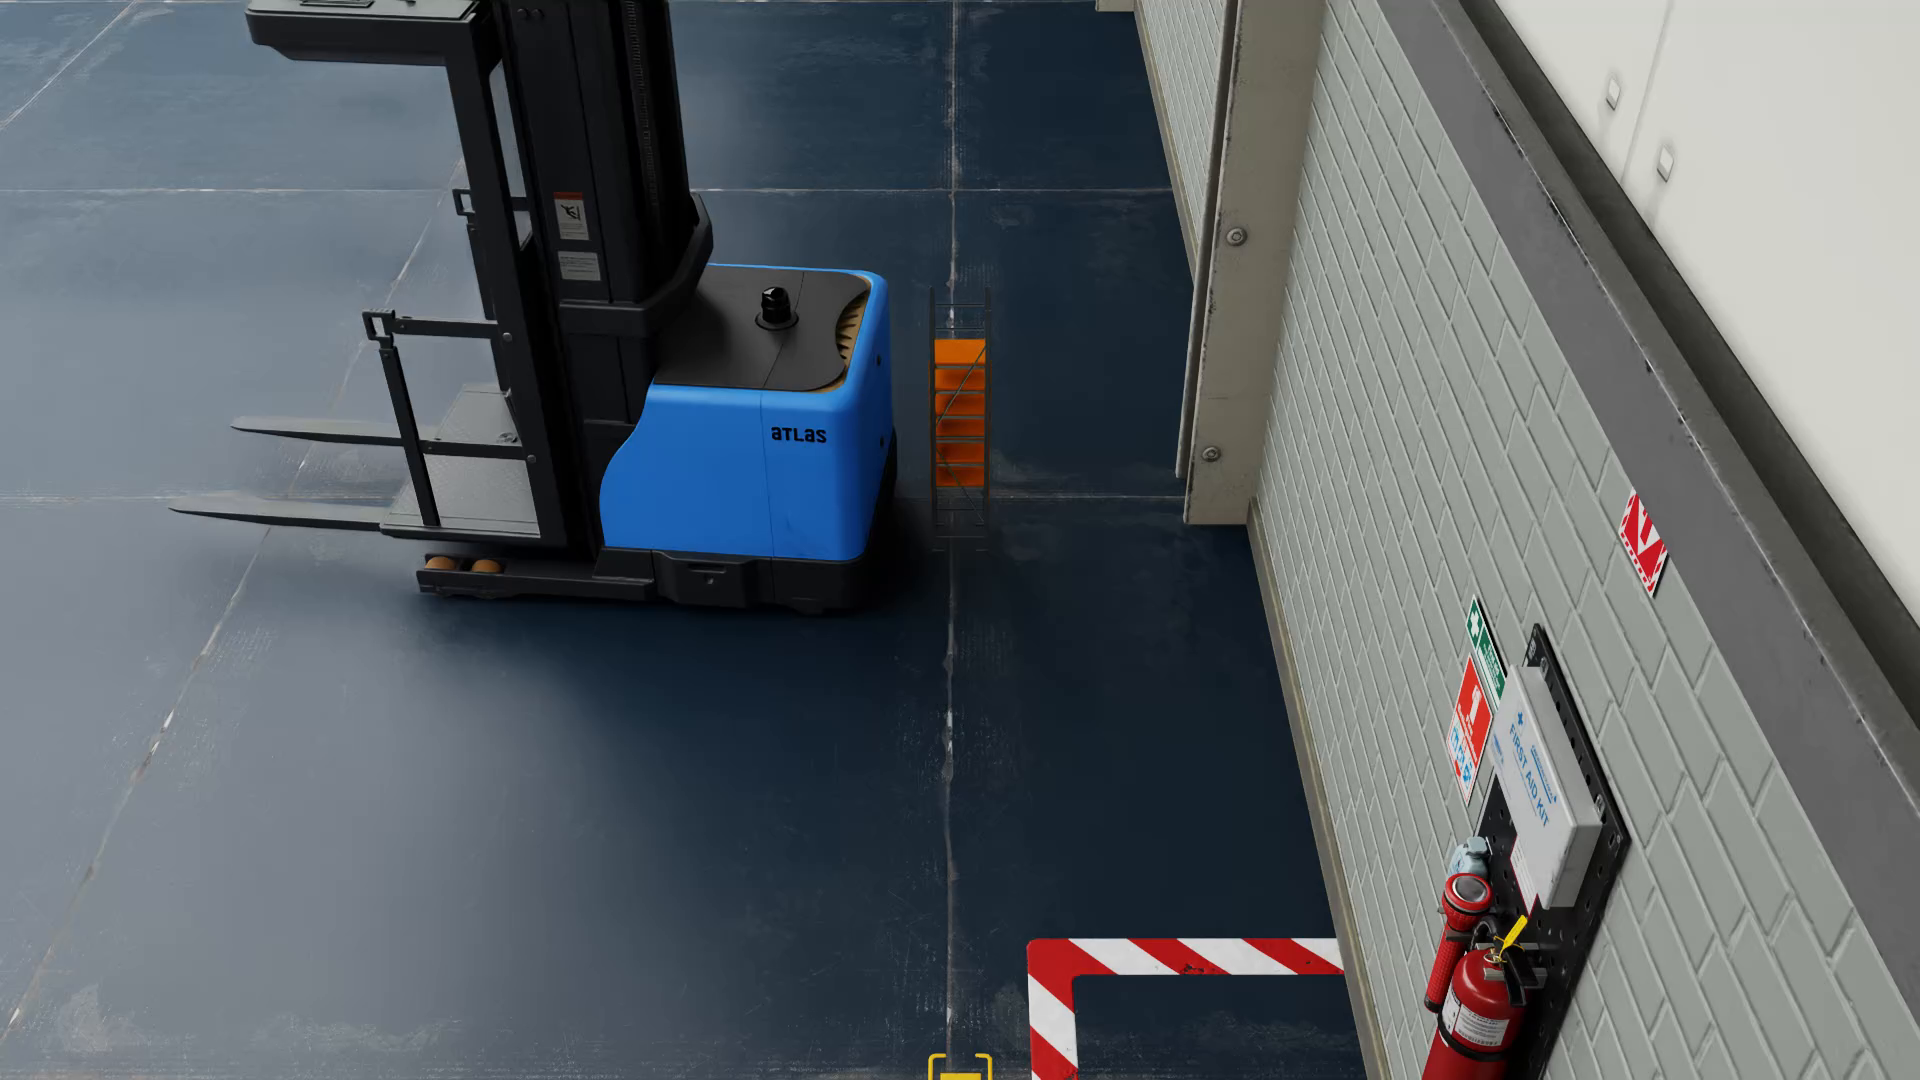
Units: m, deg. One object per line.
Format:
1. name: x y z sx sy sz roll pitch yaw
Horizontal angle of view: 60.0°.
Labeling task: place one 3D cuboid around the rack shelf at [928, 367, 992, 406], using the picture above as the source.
1. rack shelf: 0.000 -0.630 6.764 0.258 0.103 0.180 0 39 0

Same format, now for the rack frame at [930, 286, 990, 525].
1. rack frame: 0.000 -0.534 6.957 0.240 1.200 0.006 0 39 0

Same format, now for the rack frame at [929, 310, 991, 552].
1. rack frame: 0.000 -0.420 6.815 0.240 1.200 0.006 0 39 0

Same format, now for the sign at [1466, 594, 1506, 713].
1. sign: 1.281 0.278 4.052 0.001 0.109 0.331 0 39 0

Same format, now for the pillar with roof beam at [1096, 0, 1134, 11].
1. pillar with roof beam: -3.166 -7.455 9.357 9.100 9.000 0.400 0 39 0

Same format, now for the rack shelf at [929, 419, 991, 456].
1. rack shelf: 0.000 -0.443 6.914 0.258 0.103 0.180 0 39 0

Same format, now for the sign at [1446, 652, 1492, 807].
1. sign: 1.290 0.482 4.221 0.001 0.329 0.234 0 39 0

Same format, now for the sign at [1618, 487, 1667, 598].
1. sign: 1.287 -0.068 3.082 0.001 0.298 0.199 0 39 0

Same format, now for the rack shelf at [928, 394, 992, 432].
1. rack shelf: 0.000 -0.536 6.839 0.258 0.103 0.180 0 39 0

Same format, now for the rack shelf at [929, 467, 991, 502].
1. rack shelf: 0.000 -0.255 7.064 0.258 0.103 0.180 0 39 0

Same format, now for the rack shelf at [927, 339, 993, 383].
1. rack shelf: 0.000 -0.724 6.689 0.258 0.103 0.180 0 39 0

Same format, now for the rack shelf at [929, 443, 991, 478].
1. rack shelf: 0.000 -0.349 6.989 0.258 0.103 0.180 0 39 0

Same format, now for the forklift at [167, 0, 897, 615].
1. forklift: -1.833 -1.221 6.430 3.031 2.935 1.130 4 39 4

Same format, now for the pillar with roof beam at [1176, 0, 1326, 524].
1. pillar with roof beam: -3.160 -3.703 4.675 9.100 9.000 0.400 0 39 0

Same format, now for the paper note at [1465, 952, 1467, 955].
1. paper note: 1.257 1.075 4.215 0.016 0.148 0.142 0 39 0

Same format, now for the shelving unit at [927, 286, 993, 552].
1. shelving unit: 0.000 -0.477 6.886 0.258 1.200 0.189 0 39 0

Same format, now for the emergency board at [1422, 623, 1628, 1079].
1. emergency board: 1.188 0.842 3.801 0.194 1.169 0.643 0 39 0
